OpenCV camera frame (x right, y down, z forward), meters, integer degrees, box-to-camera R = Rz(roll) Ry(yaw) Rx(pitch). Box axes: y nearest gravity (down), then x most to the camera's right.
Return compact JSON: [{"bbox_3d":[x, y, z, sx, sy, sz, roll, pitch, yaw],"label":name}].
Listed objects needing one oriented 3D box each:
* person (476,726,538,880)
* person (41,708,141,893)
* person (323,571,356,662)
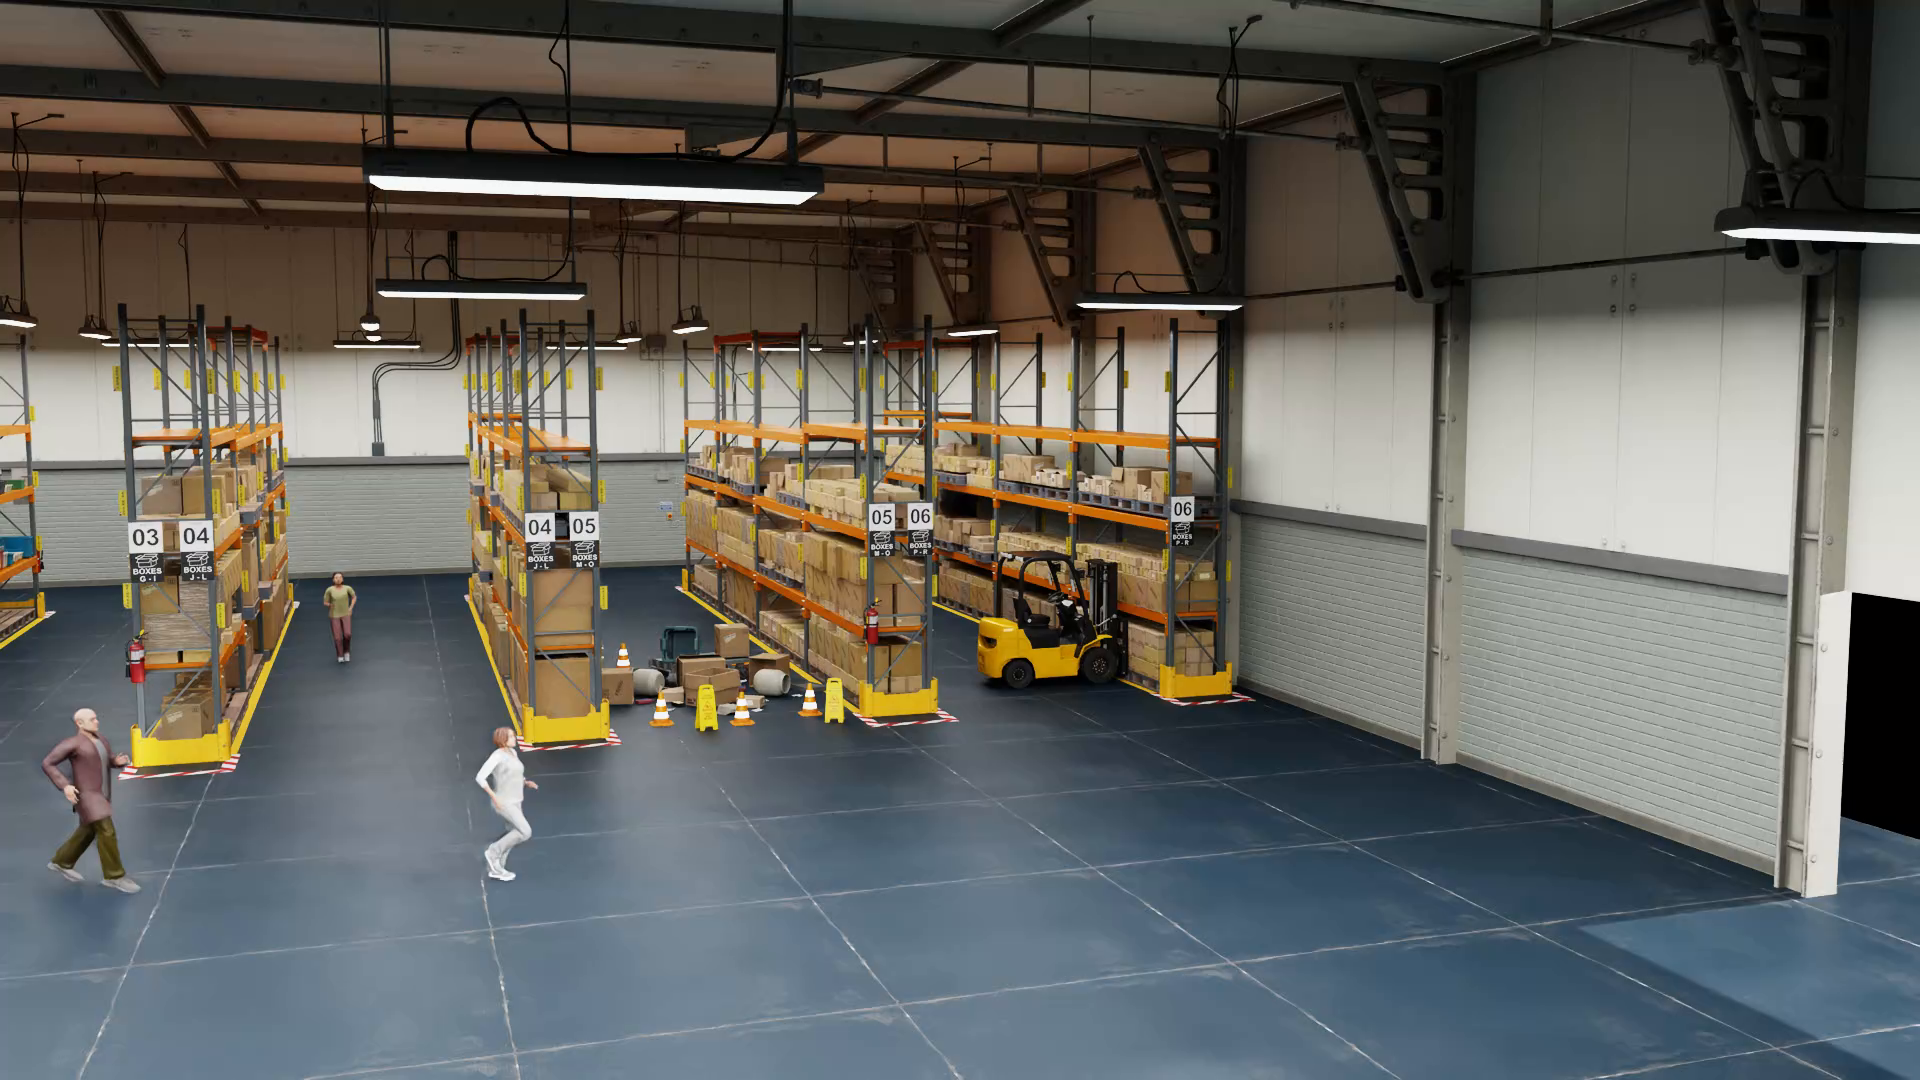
[{"bbox_3d":[-4.503,2.643,16.677,0.547,1.559,0.522,1,5,7],"label":"person"},{"bbox_3d":[-8.544,2.548,16.336,0.991,1.807,0.687,0,5,1],"label":"person"},{"bbox_3d":[-11.016,1.372,29.570,0.559,1.629,0.582,-2,6,-21],"label":"person"}]
